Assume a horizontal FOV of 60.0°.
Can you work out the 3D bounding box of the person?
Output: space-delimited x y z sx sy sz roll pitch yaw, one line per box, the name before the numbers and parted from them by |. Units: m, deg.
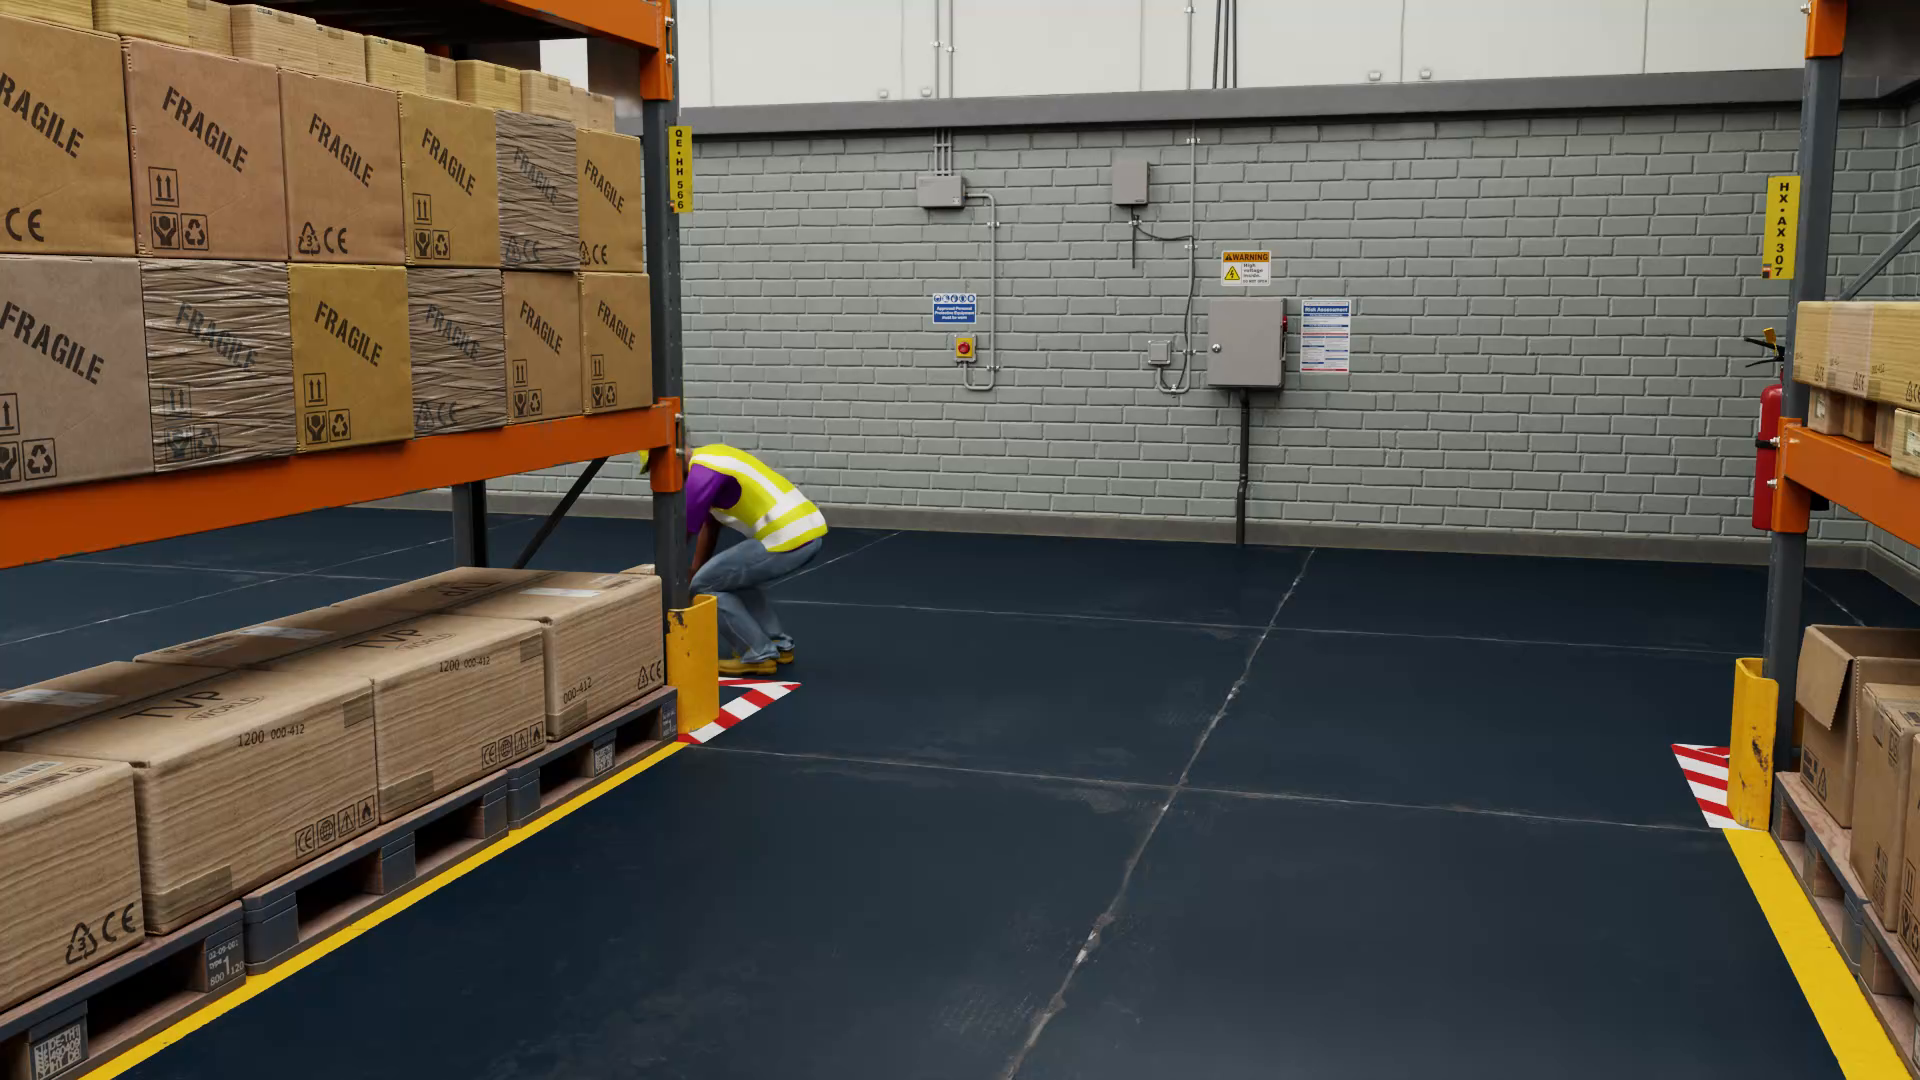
person | -1.076 0.080 7.691 0.879 1.055 0.591 2 8 11
